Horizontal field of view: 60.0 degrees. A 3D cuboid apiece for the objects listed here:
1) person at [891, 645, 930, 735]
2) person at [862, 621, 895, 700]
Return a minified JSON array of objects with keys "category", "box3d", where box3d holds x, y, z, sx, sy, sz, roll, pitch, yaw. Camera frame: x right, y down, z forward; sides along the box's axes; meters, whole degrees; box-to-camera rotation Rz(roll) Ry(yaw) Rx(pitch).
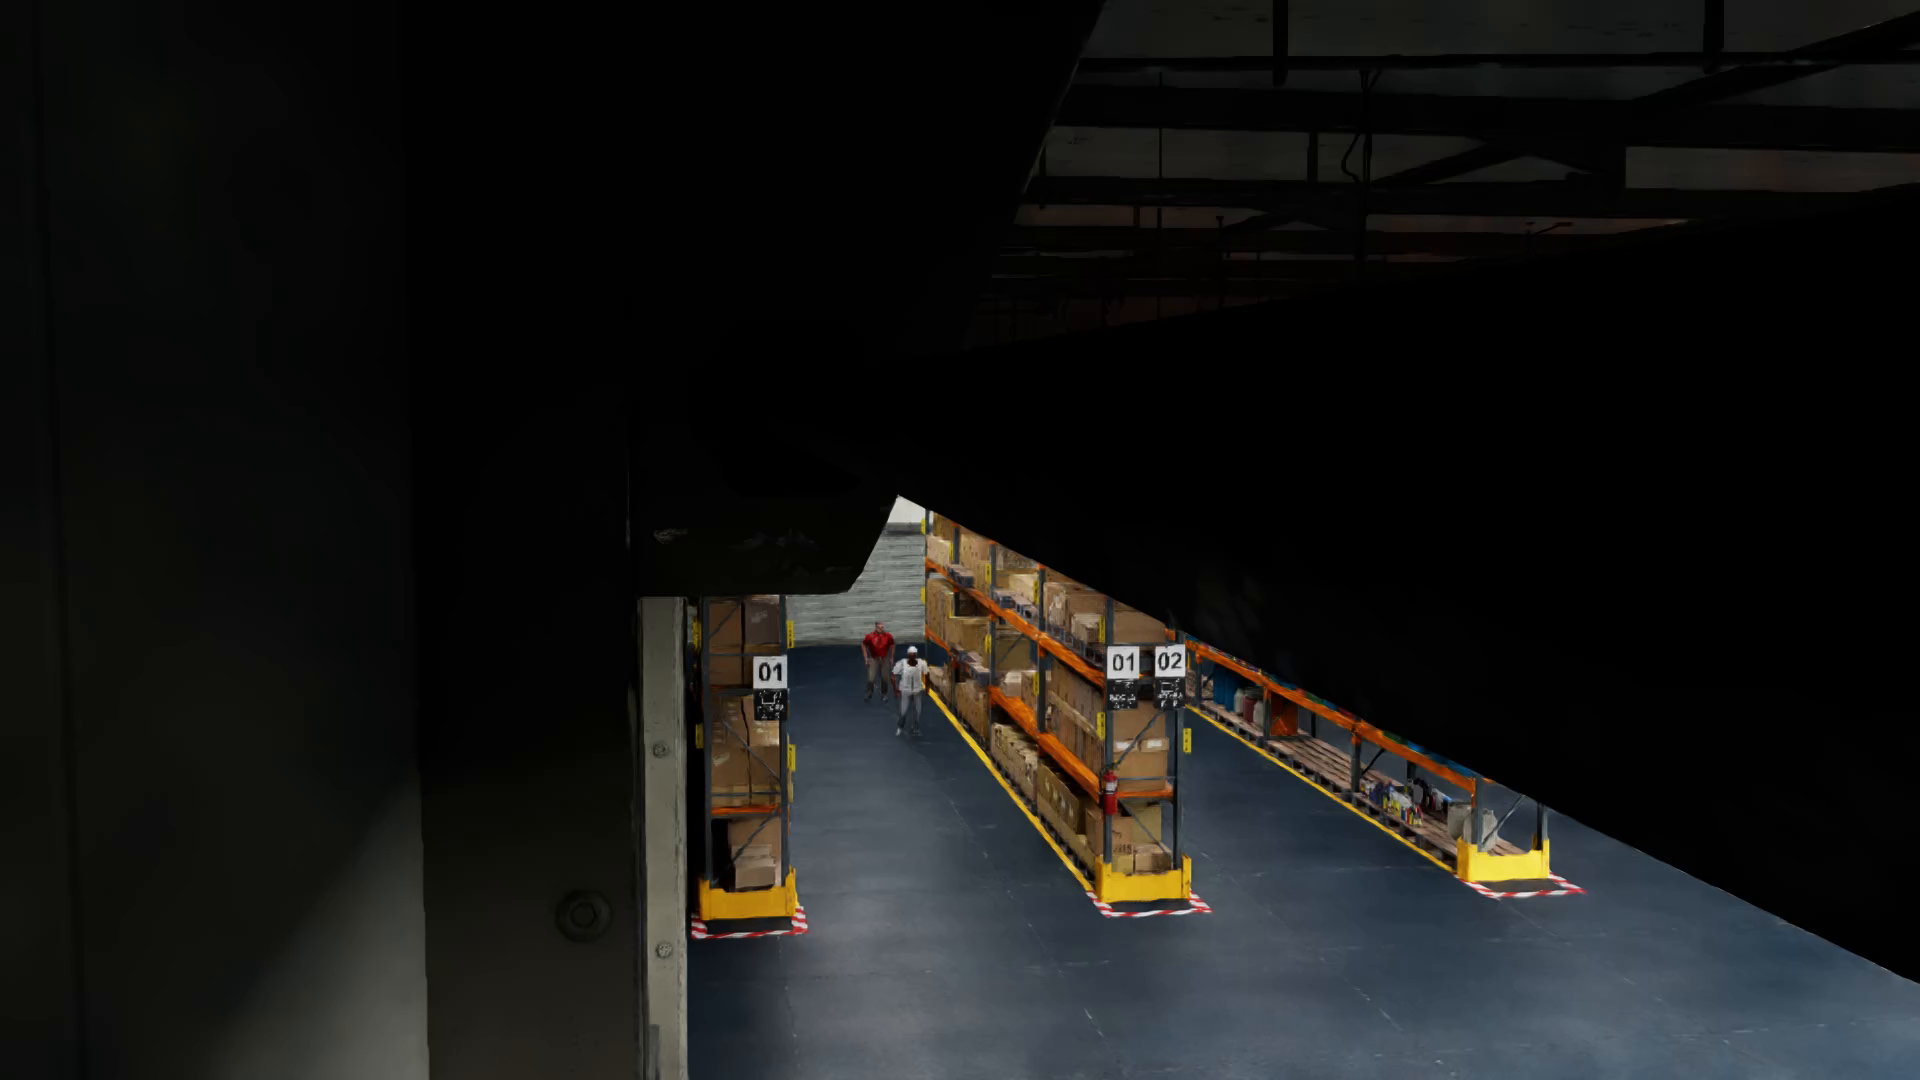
[{"category":"person","box3d":[-0.909,2.783,30.713,0.719,1.714,0.578,-1,5,-11]},{"category":"person","box3d":[-1.683,2.484,34.304,0.682,1.676,0.535,-1,5,-11]}]
